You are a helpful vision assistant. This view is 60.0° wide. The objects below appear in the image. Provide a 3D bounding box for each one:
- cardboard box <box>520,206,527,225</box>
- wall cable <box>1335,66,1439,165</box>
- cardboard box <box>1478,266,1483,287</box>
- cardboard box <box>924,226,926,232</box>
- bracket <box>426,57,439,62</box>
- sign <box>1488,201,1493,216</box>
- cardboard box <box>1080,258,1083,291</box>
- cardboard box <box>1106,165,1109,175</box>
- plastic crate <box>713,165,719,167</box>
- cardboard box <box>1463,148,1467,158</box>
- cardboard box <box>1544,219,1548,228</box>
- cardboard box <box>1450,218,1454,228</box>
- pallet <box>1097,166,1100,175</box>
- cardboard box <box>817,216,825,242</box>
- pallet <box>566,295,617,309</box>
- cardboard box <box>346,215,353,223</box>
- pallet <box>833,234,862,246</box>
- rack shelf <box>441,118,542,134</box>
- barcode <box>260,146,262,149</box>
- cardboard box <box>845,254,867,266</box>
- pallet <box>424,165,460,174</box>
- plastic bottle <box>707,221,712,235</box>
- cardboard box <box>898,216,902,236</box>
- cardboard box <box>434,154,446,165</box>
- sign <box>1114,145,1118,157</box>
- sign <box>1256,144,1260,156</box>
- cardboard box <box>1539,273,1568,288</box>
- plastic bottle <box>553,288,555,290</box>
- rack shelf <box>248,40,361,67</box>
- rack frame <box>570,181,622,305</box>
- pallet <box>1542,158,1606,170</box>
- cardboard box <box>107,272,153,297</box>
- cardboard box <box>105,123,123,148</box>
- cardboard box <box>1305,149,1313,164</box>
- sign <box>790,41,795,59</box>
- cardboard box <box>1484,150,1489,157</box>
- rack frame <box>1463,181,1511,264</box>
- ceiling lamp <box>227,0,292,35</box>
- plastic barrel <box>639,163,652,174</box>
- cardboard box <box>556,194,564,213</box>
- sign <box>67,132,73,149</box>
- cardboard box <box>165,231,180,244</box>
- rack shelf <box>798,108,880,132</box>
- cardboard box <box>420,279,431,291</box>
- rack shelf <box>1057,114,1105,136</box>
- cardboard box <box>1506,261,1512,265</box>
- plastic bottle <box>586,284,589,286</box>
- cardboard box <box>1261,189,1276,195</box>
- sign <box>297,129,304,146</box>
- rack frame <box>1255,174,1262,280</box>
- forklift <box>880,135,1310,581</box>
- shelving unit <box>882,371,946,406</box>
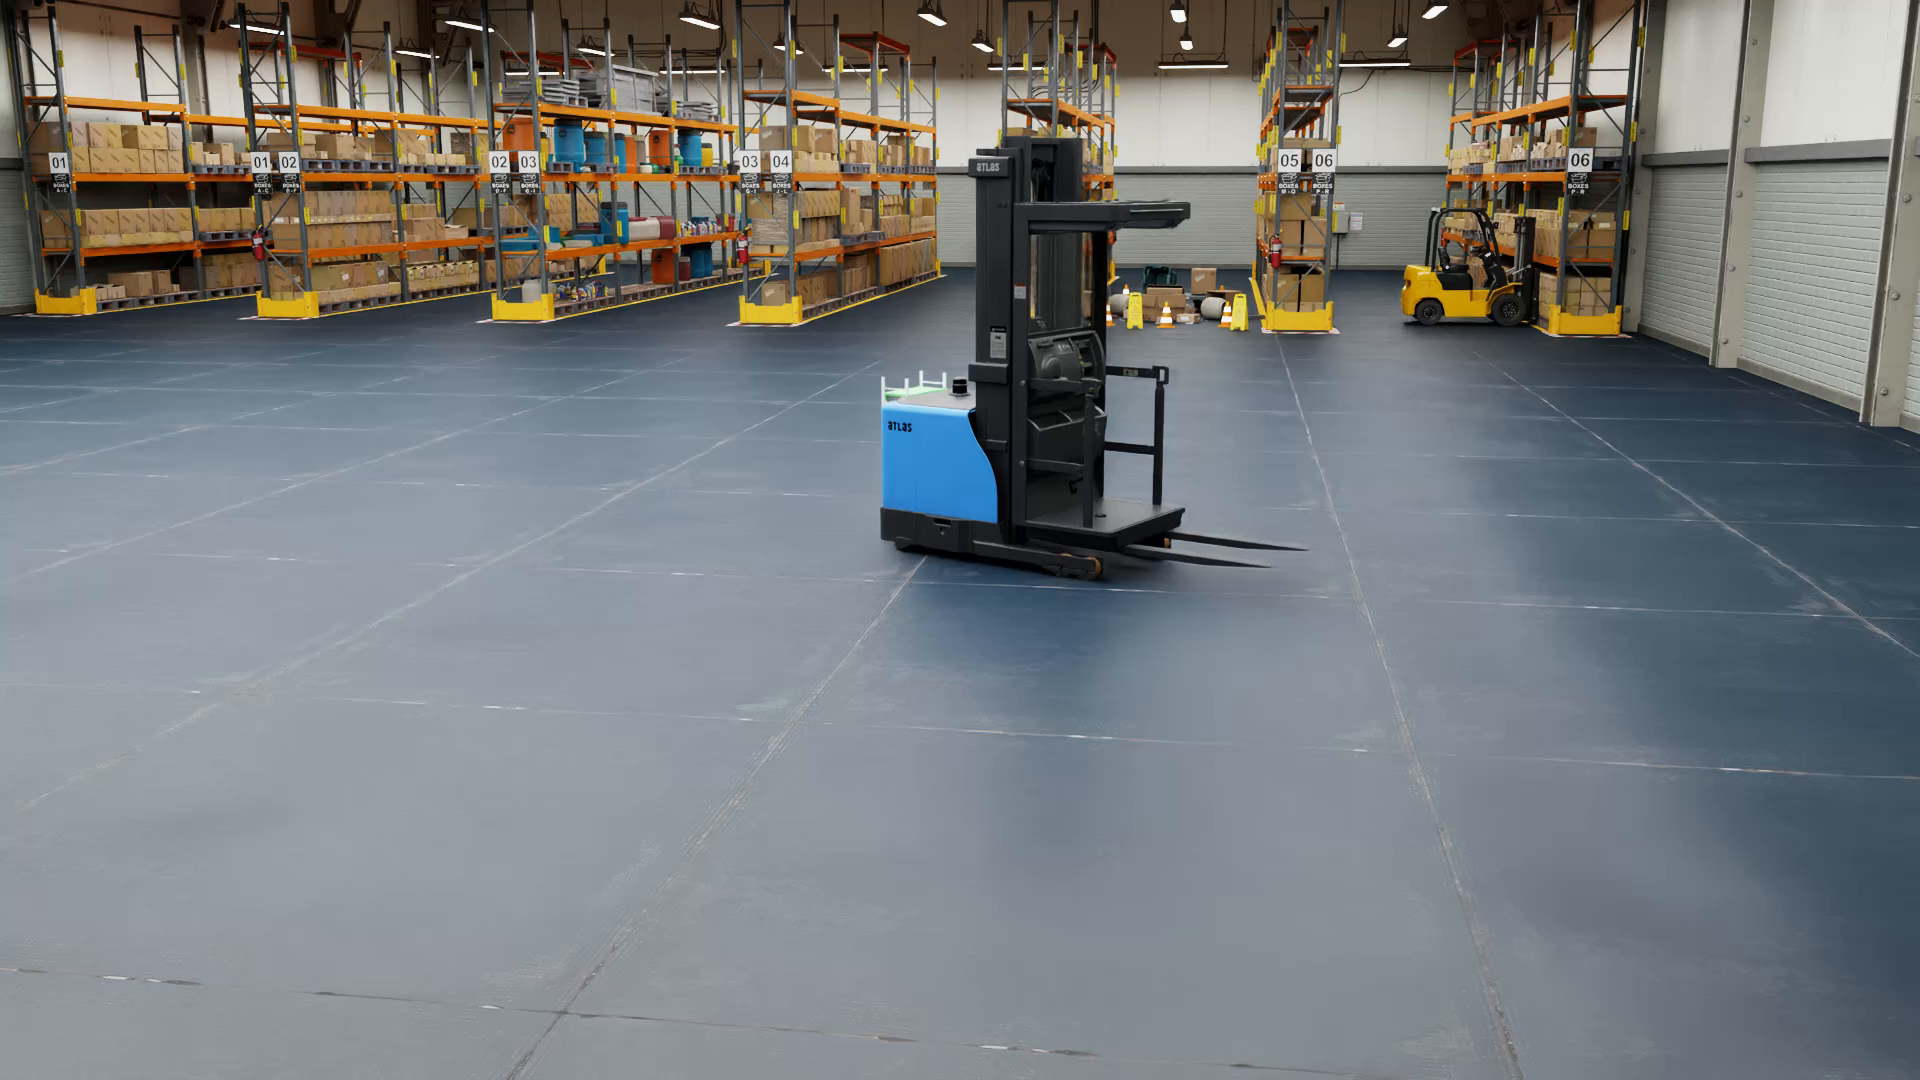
[{"bbox_3d":[-11.860,-8.601,44.051,0.700,0.500,0.500,-2,12,-10],"label":"cardboard box"},{"bbox_3d":[12.716,-12.650,49.741,2.988,3.039,0.133,2,12,9],"label":"wall cable"},{"bbox_3d":[12.322,-6.094,38.588,0.500,0.500,0.500,2,12,11],"label":"cardboard box"},{"bbox_3d":[-1.127,-8.424,45.057,0.380,0.149,0.250,2,12,10],"label":"cardboard box"},{"bbox_3d":[-15.998,-14.615,50.407,0.235,0.232,0.430,2,12,9],"label":"bracket"},{"bbox_3d":[11.767,-7.346,36.900,0.100,0.325,0.005,2,12,9],"label":"sign"},{"bbox_3d":[2.179,-5.902,37.103,1.050,0.750,0.750,2,12,10],"label":"cardboard box"},{"bbox_3d":[3.607,-9.628,43.286,0.500,0.250,0.500,2,12,11],"label":"cardboard box"},{"bbox_3d":[-6.702,-10.067,45.247,0.437,0.282,0.530,2,12,9],"label":"plastic crate"},{"bbox_3d":[12.829,-9.637,41.435,0.500,0.250,0.500,2,12,8],"label":"cardboard box"},{"bbox_3d":[11.024,-5.853,30.754,0.380,0.149,0.250,2,12,9],"label":"cardboard box"},{"bbox_3d":[13.047,-8.244,43.278,0.500,0.250,0.500,2,12,8],"label":"cardboard box"},{"bbox_3d":[2.751,-8.969,40.315,1.213,0.211,1.003,2,12,9],"label":"pallet"},{"bbox_3d":[-3.227,-6.344,33.867,0.875,0.500,0.500,2,12,9],"label":"cardboard box"},{"bbox_3d":[-8.047,-5.110,35.706,1.003,0.211,1.213,2,12,9],"label":"pallet"},{"bbox_3d":[-12.901,-6.701,34.691,0.380,0.149,0.250,2,12,9],"label":"cardboard box"},{"bbox_3d":[-2.747,-6.512,36.046,1.003,0.211,1.213,2,12,9],"label":"pallet"},{"bbox_3d":[-11.873,-10.408,42.084,1.077,0.370,4.000,2,12,9],"label":"rack shelf"},{"bbox_3d":[-13.841,-7.769,32.926,0.001,0.075,0.075,2,12,9],"label":"barcode"},{"bbox_3d":[-2.466,-6.503,38.660,0.500,0.250,0.500,2,12,11],"label":"cardboard box"},{"bbox_3d":[-12.366,-8.603,38.621,1.003,0.211,1.213,2,12,11],"label":"pallet"},{"bbox_3d":[-6.490,-8.051,42.850,0.144,0.351,0.185,2,12,9],"label":"plastic bottle"},{"bbox_3d":[-1.736,-7.848,41.551,0.500,0.500,0.500,2,12,8],"label":"cardboard box"},{"bbox_3d":[-12.357,-8.880,38.815,0.500,0.250,0.500,2,12,8],"label":"cardboard box"},{"bbox_3d":[4.268,-10.645,45.545,0.100,0.325,0.005,2,12,9],"label":"sign"},{"bbox_3d":[8.082,-10.580,45.084,0.100,0.325,0.005,2,12,9],"label":"sign"},{"bbox_3d":[10.977,-4.805,30.828,0.500,0.250,0.500,2,12,9],"label":"cardboard box"},{"bbox_3d":[-8.559,-5.211,34.797,0.144,0.351,0.185,2,12,11],"label":"plastic bottle"},{"bbox_3d":[-16.769,-12.388,42.433,1.077,0.370,4.000,2,12,9],"label":"rack shelf"},{"bbox_3d":[-7.902,-6.612,36.054,1.000,3.000,0.127,2,12,9],"label":"rack frame"},{"bbox_3d":[11.394,-6.962,30.768,1.003,0.211,1.213,2,12,9],"label":"pallet"},{"bbox_3d":[-17.861,-5.504,35.804,0.700,0.500,0.500,1,12,5],"label":"cardboard box"},{"bbox_3d":[-17.812,-8.396,34.555,0.500,0.500,0.500,2,12,10],"label":"cardboard box"},{"bbox_3d":[6.509,-6.932,30.070,0.500,0.250,0.500,2,12,8],"label":"cardboard box"},{"bbox_3d":[-3.087,-9.029,30.625,0.100,0.325,0.005,2,12,9],"label":"sign"},{"bbox_3d":[12.264,-8.888,38.197,0.380,0.149,0.250,2,12,9],"label":"cardboard box"},{"bbox_3d":[12.920,-7.636,40.804,1.000,3.000,0.127,2,12,9],"label":"rack frame"},{"bbox_3d":[-14.939,-12.600,35.745,0.800,3.185,2.000,2,12,9],"label":"ceiling lamp"},{"bbox_3d":[-7.252,-8.571,38.353,0.301,0.262,0.301,0,12,0],"label":"plastic barrel"},{"bbox_3d":[-11.136,-9.173,45.325,0.500,0.500,0.500,1,12,7],"label":"cardboard box"},{"bbox_3d":[-17.770,-7.976,33.190,0.100,0.325,0.005,2,12,9],"label":"sign"},{"bbox_3d":[-17.549,-6.658,36.574,0.500,0.250,0.500,2,12,9],"label":"cardboard box"},{"bbox_3d":[-2.701,-9.253,36.727,1.077,0.370,4.000,2,12,9],"label":"rack shelf"},{"bbox_3d":[-12.409,-5.817,37.894,0.500,0.250,0.500,2,12,10],"label":"cardboard box"},{"bbox_3d":[2.800,-9.904,39.748,1.077,0.370,4.000,2,12,9],"label":"rack shelf"},{"bbox_3d":[12.719,-6.311,38.053,0.380,0.149,0.250,2,12,9],"label":"cardboard box"},{"bbox_3d":[-7.896,-5.312,35.442,0.152,0.276,0.135,2,12,9],"label":"plastic bottle"},{"bbox_3d":[7.747,-8.725,41.708,0.380,0.149,0.250,2,12,7],"label":"cardboard box"},{"bbox_3d":[-12.864,-7.854,32.433,0.100,0.325,0.005,2,12,9],"label":"sign"},{"bbox_3d":[8.630,-8.628,45.411,1.000,3.000,0.127,2,12,9],"label":"rack frame"},{"bbox_3d":[0.919,-1.282,11.484,3.031,2.935,1.130,8,15,34],"label":"forklift"},{"bbox_3d":[-0.347,-0.666,12.736,0.258,1.200,0.503,8,15,34],"label":"shelving unit"}]
